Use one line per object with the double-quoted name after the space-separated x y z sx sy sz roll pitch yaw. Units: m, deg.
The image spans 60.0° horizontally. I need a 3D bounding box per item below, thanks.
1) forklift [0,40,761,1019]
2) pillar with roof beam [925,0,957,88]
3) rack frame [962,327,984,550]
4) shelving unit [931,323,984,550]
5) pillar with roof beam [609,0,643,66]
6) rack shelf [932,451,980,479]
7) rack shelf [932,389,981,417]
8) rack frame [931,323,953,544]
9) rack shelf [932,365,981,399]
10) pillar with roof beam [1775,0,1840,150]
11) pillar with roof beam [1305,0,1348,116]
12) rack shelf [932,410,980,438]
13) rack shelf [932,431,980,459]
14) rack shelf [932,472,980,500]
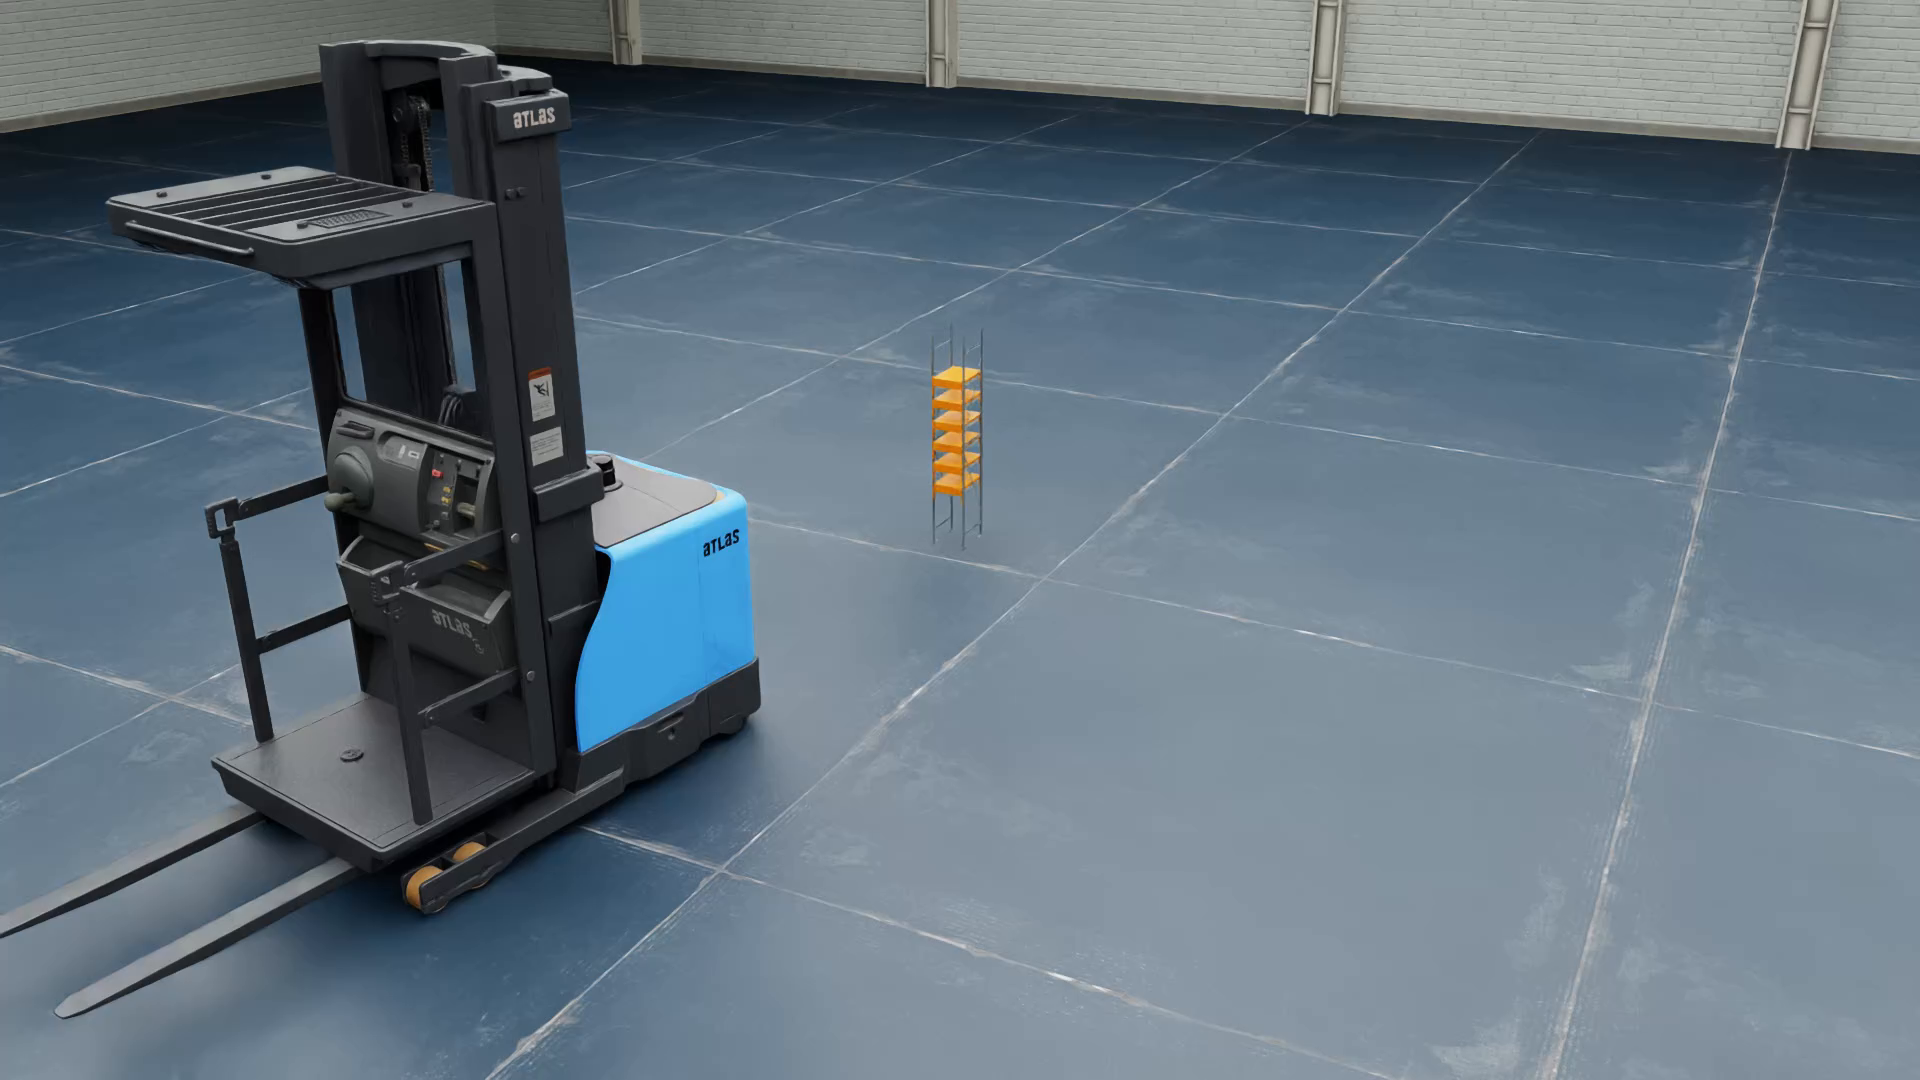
-2.161 -0.207 5.992 1.130 2.935 3.031 16 28 33 "forklift"
-2.228 -9.675 20.502 0.400 9.000 9.100 11 25 25 "pillar with roof beam"
0.069 -0.539 8.983 0.006 1.200 0.240 11 25 25 "rack frame"
-0.013 -0.555 9.021 0.189 1.200 0.258 11 25 25 "shelving unit"
-7.582 -10.735 22.993 0.400 9.000 9.100 11 25 25 "pillar with roof beam"
-0.013 -0.403 9.086 0.180 0.103 0.258 11 25 25 "rack shelf"
-0.013 -0.735 8.945 0.180 0.103 0.258 11 25 25 "rack shelf"
-0.095 -0.571 9.059 0.006 1.200 0.240 11 25 25 "rack frame"
-0.013 -0.845 8.898 0.180 0.103 0.258 11 25 25 "rack shelf"
8.481 -7.556 15.519 0.400 9.000 9.100 11 25 25 "pillar with roof beam"
3.127 -8.616 18.010 0.400 9.000 9.100 11 25 25 "pillar with roof beam"
-0.013 -0.624 8.992 0.180 0.103 0.258 11 25 25 "rack shelf"
-0.013 -0.514 9.039 0.180 0.103 0.258 11 25 25 "rack shelf"
-0.013 -0.293 9.133 0.180 0.103 0.258 11 25 25 "rack shelf"
